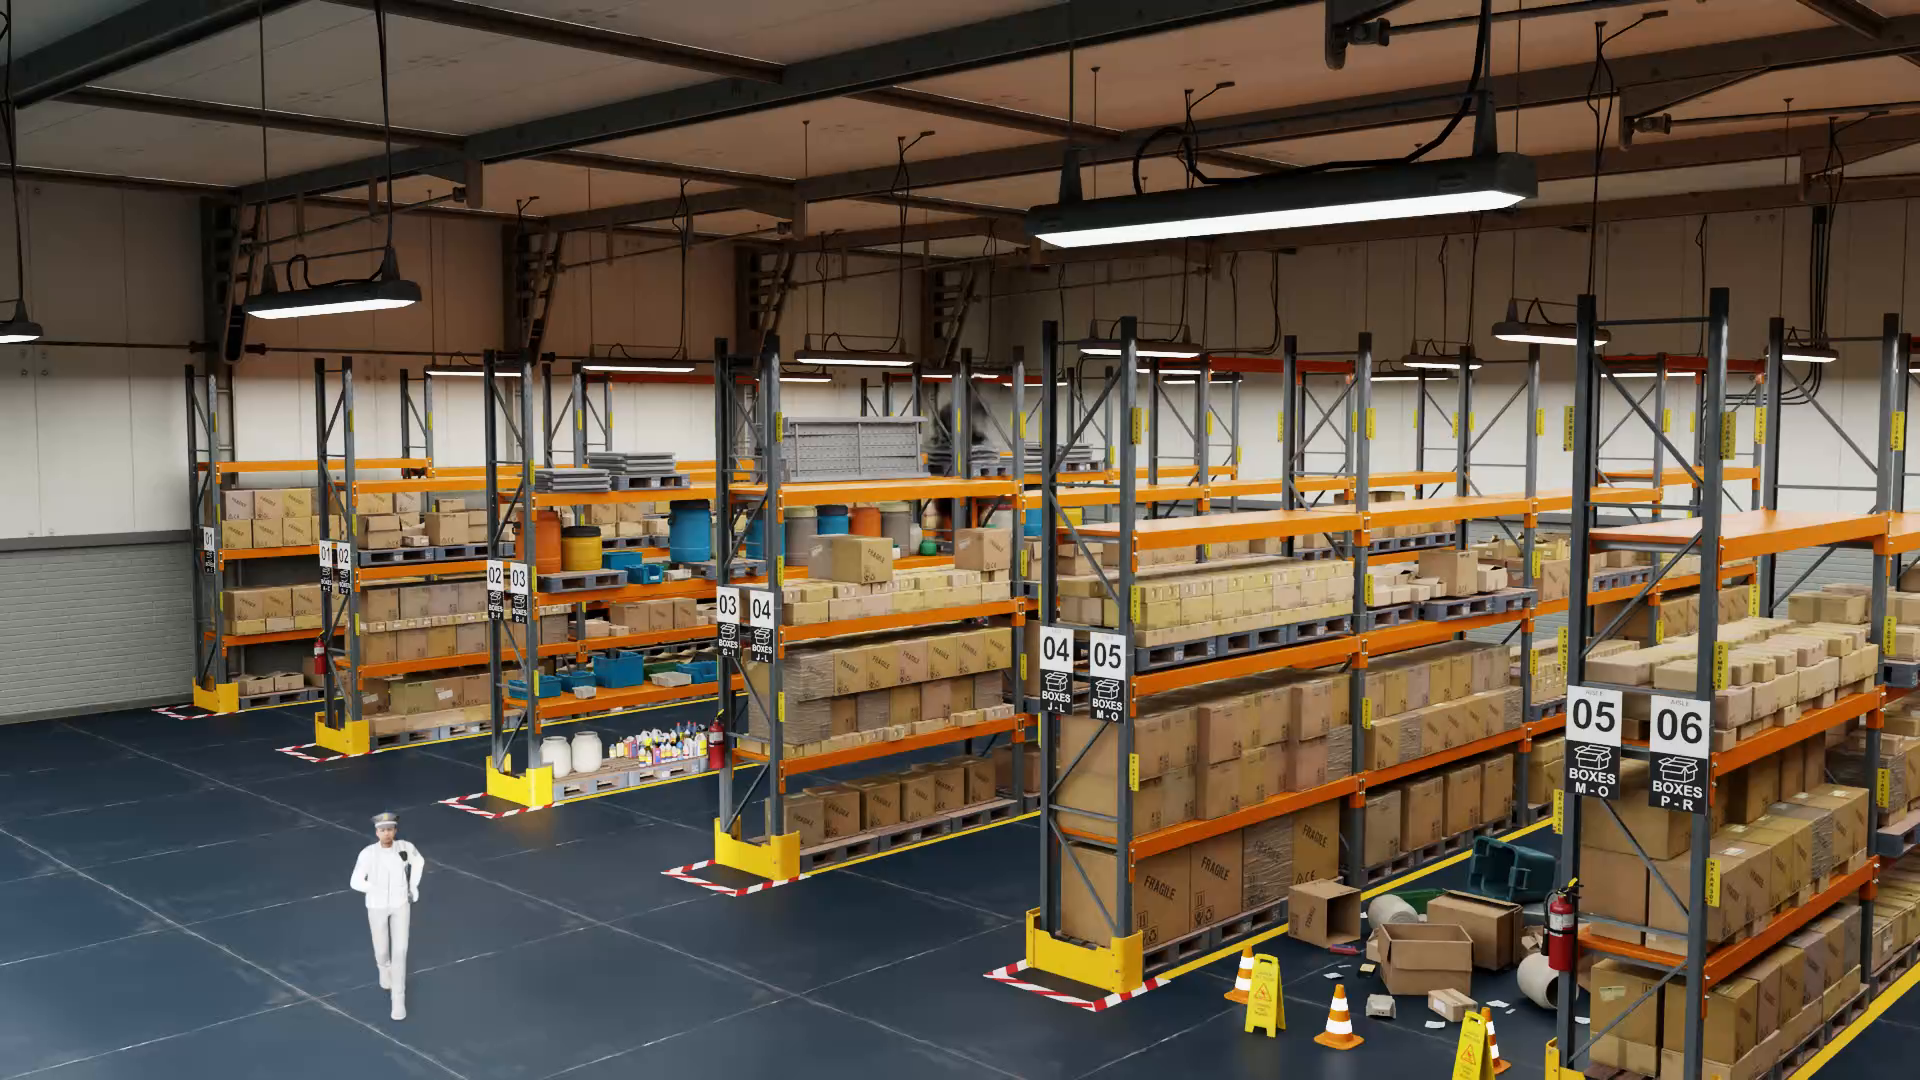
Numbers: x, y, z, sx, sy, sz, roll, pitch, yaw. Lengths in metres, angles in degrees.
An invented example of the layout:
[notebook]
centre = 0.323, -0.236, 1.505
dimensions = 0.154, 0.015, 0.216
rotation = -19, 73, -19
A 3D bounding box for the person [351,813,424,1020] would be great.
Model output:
[person]
centre = -4.954, 3.192, 14.429
dimensions = 0.612, 1.702, 0.920
rotation = -2, 5, -20
